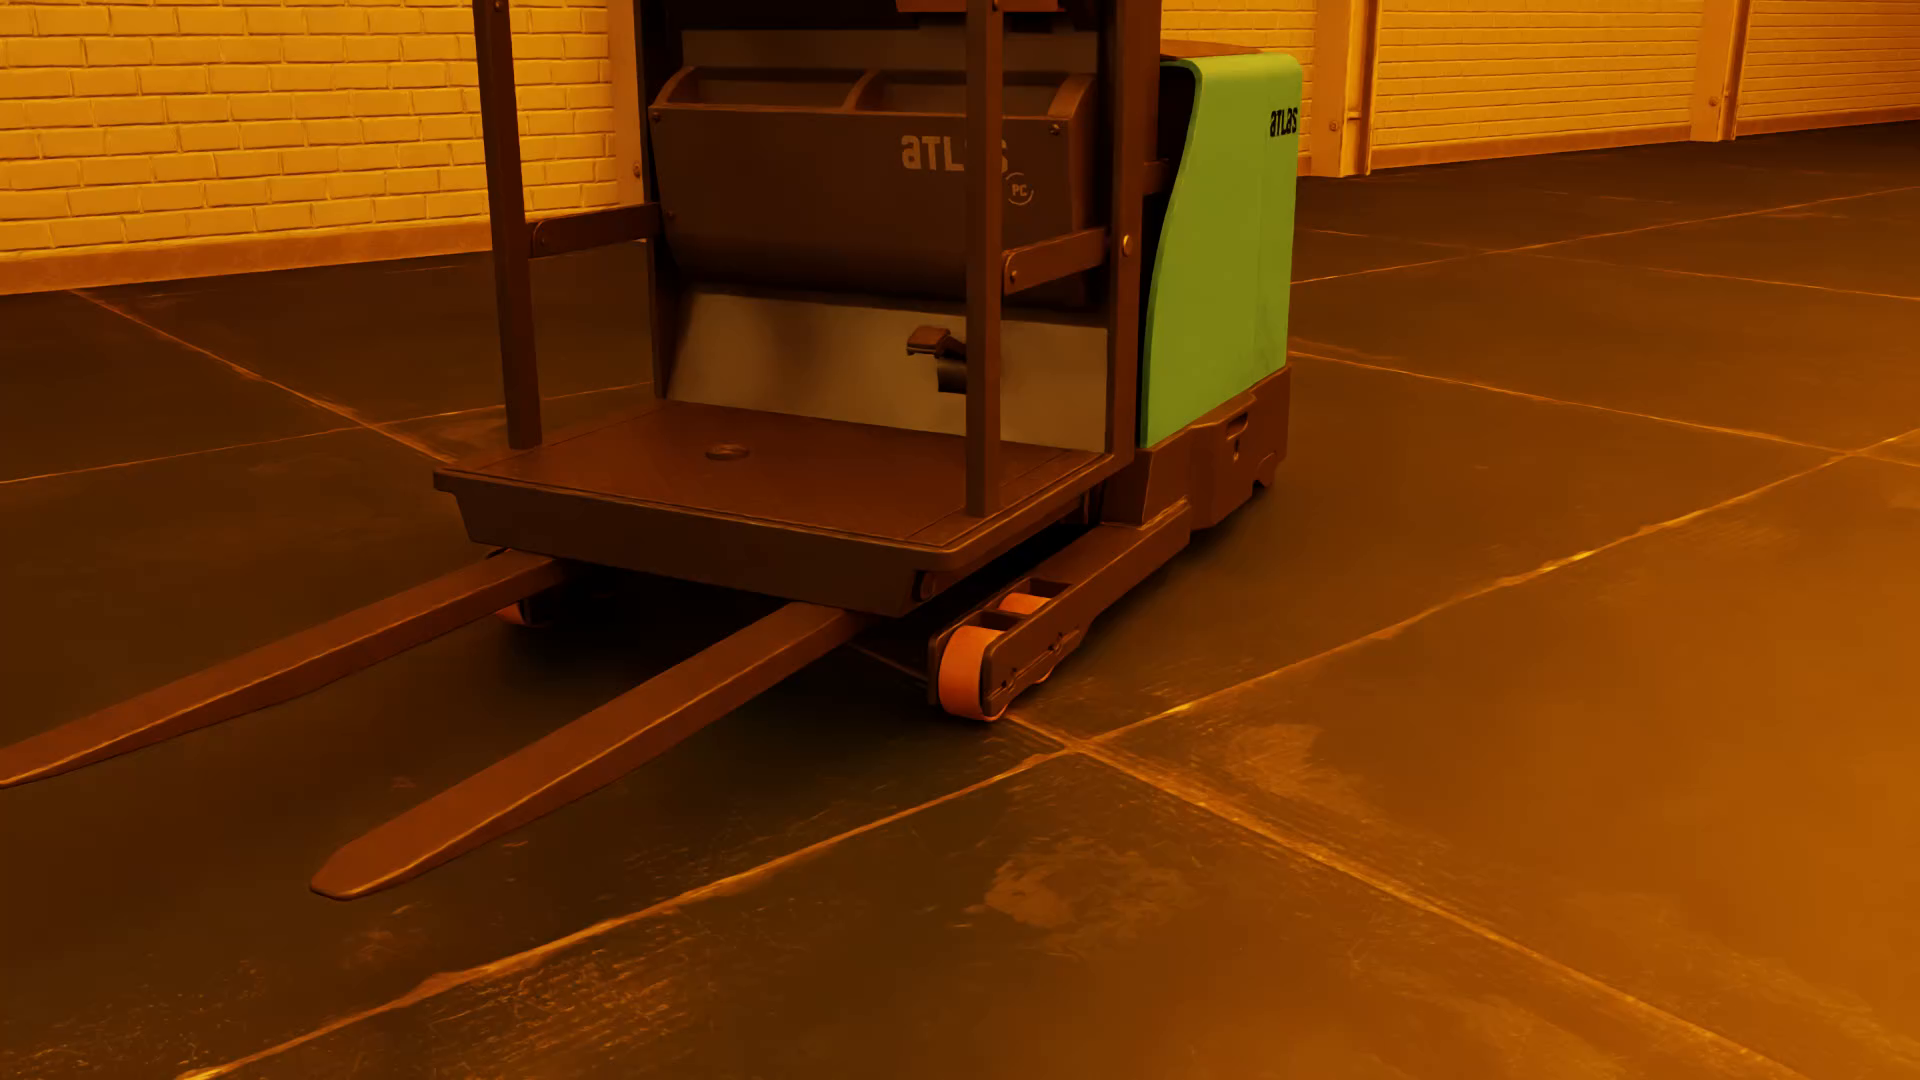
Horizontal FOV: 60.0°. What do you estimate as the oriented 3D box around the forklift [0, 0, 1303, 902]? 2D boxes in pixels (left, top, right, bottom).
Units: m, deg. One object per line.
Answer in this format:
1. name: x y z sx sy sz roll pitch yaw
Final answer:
1. forklift: -0.280 -1.237 2.895 1.130 2.935 3.031 9 19 26
